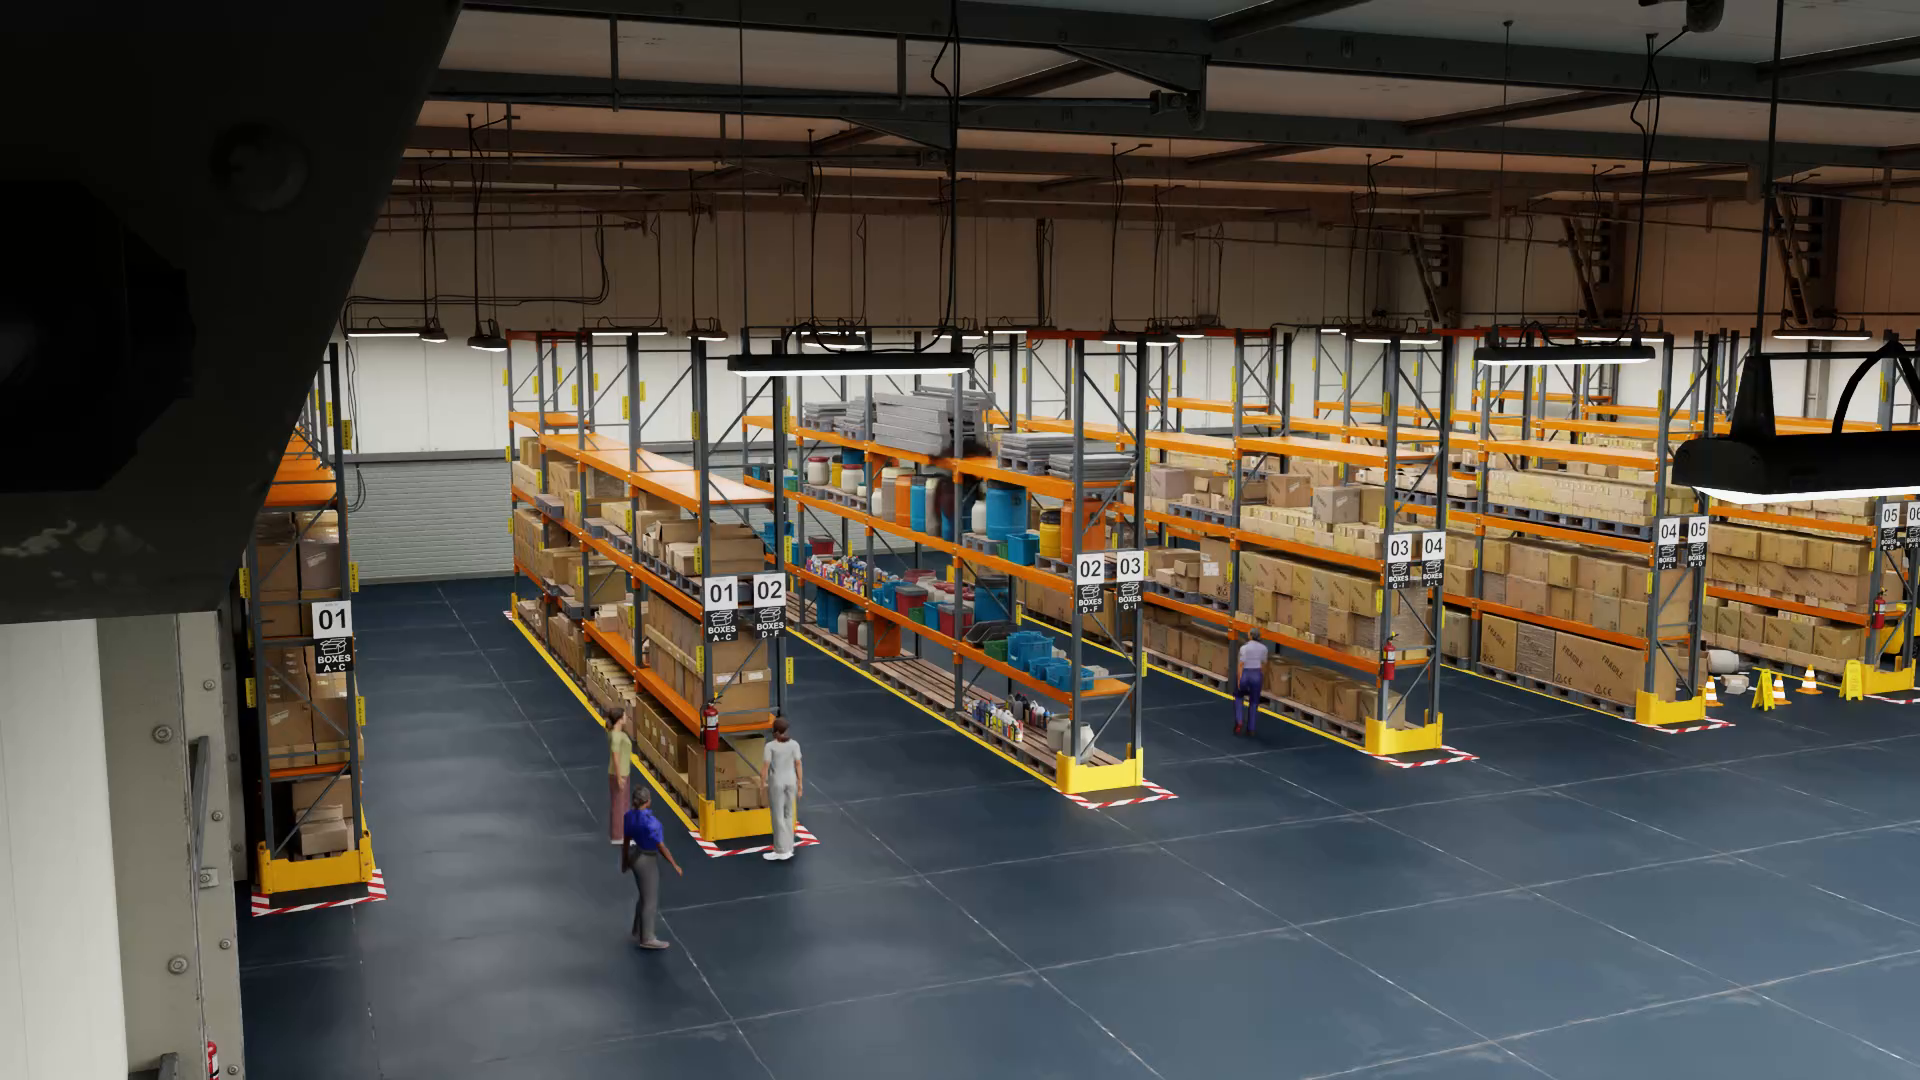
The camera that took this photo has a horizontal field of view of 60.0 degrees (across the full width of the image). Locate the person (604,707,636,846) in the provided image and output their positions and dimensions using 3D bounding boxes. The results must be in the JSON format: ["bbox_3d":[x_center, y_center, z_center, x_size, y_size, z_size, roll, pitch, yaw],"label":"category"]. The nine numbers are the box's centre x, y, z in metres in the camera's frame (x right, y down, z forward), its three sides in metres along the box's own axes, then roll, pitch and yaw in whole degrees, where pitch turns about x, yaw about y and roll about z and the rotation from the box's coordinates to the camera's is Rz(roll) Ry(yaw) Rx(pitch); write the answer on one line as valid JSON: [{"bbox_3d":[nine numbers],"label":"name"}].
[{"bbox_3d":[-4.071,2.821,19.943,0.349,1.702,0.561,-1,8,-6],"label":"person"}]

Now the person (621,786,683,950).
[{"bbox_3d":[-3.092,3.270,16.690,0.520,1.690,0.515,-4,9,-25],"label":"person"}]

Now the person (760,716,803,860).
[{"bbox_3d":[-2.075,2.883,19.370,0.491,1.688,0.381,-3,8,-22],"label":"person"}]

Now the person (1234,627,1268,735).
[{"bbox_3d":[4.386,2.128,25.061,0.486,1.676,0.466,2,8,12],"label":"person"}]
